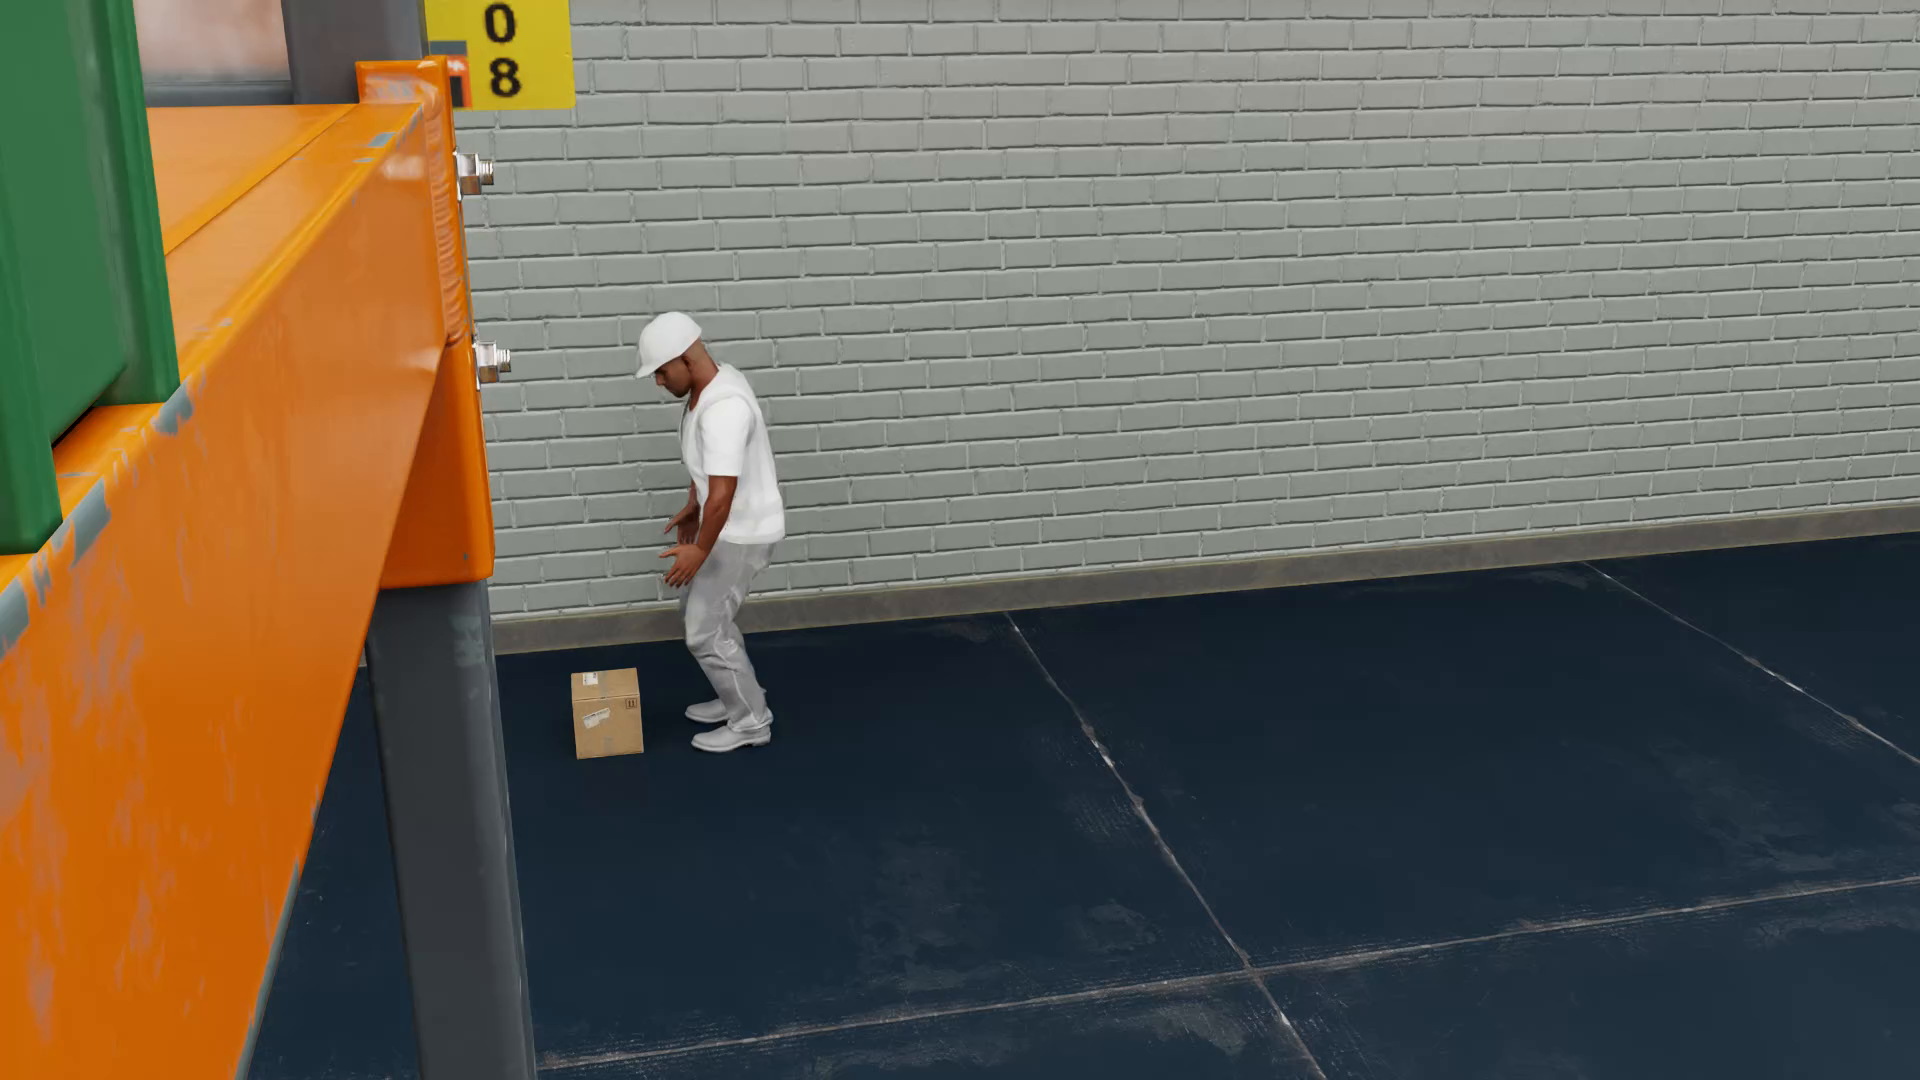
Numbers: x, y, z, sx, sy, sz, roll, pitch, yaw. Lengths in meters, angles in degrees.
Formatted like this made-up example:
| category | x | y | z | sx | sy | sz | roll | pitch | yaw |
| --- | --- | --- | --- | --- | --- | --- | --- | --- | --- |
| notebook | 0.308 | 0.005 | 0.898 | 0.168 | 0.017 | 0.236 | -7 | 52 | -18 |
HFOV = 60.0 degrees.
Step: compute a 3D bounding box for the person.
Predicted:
| category | x | y | z | sx | sy | sz | roll | pitch | yaw |
| --- | --- | --- | --- | --- | --- | --- | --- | --- | --- |
| person | -0.917 | -0.030 | 6.248 | 0.511 | 1.682 | 0.602 | -4 | 20 | -11 |
